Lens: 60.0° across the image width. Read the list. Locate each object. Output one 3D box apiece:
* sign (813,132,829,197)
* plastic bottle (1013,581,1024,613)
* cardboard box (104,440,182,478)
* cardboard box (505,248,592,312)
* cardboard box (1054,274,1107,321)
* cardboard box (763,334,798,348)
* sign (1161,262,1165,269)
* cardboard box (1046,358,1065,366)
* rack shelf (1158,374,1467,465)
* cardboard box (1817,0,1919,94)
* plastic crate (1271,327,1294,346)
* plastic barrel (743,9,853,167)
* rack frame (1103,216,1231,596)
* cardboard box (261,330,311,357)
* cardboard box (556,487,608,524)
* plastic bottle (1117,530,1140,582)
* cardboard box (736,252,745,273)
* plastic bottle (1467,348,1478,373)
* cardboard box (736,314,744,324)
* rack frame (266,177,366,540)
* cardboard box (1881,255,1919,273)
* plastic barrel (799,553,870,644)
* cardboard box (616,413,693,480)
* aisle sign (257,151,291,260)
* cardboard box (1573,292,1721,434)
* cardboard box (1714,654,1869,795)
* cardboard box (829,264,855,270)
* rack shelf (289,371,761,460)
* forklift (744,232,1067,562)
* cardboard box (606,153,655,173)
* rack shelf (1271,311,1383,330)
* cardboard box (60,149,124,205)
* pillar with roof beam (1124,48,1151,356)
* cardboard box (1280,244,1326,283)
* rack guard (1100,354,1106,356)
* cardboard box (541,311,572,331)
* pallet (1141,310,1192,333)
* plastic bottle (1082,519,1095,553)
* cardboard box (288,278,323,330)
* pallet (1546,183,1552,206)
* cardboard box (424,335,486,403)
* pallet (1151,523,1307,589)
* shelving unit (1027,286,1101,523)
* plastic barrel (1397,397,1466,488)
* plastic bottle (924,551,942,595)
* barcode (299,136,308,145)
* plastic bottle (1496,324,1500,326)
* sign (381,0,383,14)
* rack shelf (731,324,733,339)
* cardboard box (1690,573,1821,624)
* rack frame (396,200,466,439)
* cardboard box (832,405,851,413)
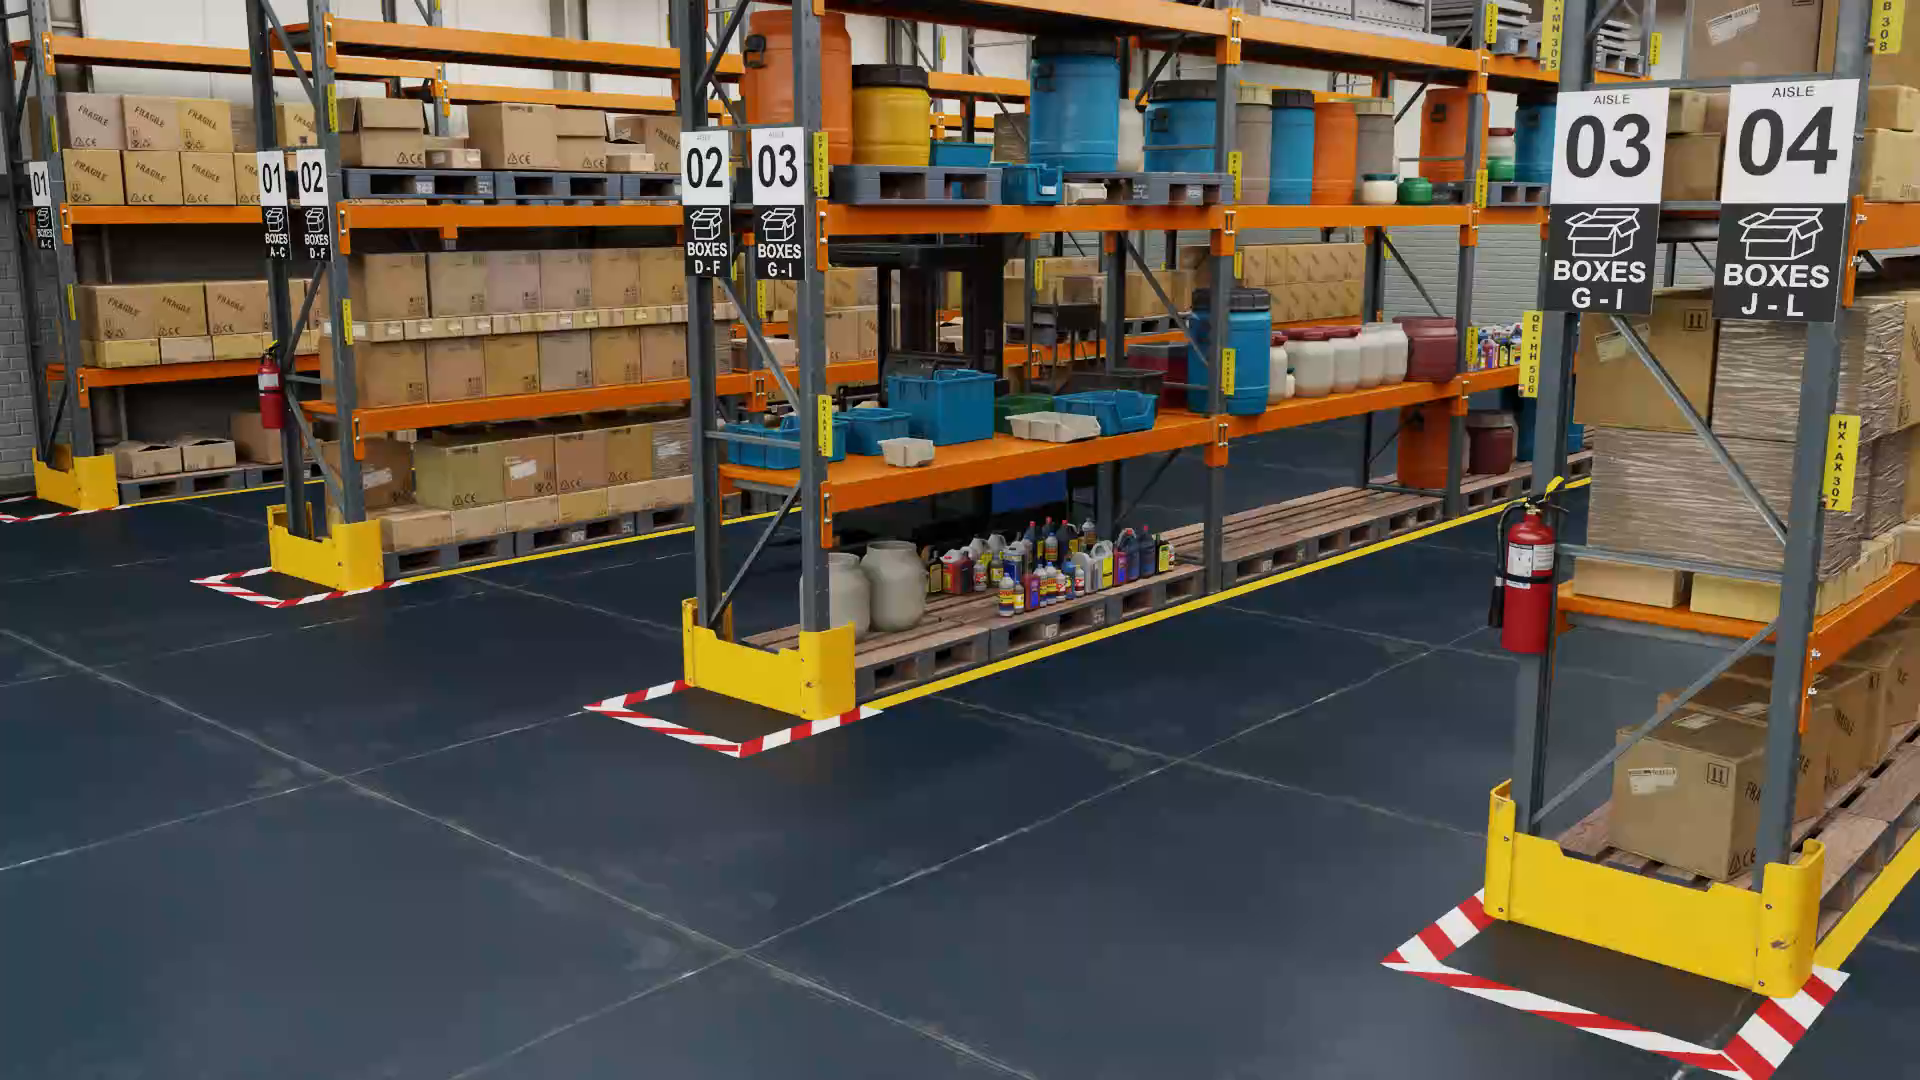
[{"bbox_3d":[-0.723,-1.953,8.650,0.100,0.325,0.005,10,15,40],"label":"sign"},{"bbox_3d":[0.366,0.365,10.745,0.097,0.201,0.097,0,11,0],"label":"plastic bottle"},{"bbox_3d":[-8.051,-0.818,16.389,0.500,0.311,0.500,8,14,34],"label":"cardboard box"},{"bbox_3d":[-3.493,-2.177,13.883,0.700,0.500,0.500,10,15,40],"label":"cardboard box"},{"bbox_3d":[1.507,-2.840,19.442,0.500,0.500,0.700,-9,14,-37],"label":"cardboard box"},{"bbox_3d":[-1.769,-1.866,16.239,0.396,0.266,0.258,9,15,39],"label":"cardboard box"},{"bbox_3d":[2.657,-3.450,21.613,0.100,0.325,0.005,10,15,40],"label":"sign"},{"bbox_3d":[1.269,-2.975,26.758,0.700,0.500,0.500,10,15,40],"label":"cardboard box"},{"bbox_3d":[2.827,-1.079,13.794,1.077,0.370,4.000,10,15,40],"label":"rack shelf"},{"bbox_3d":[3.770,-2.004,6.635,0.500,0.500,0.500,10,15,40],"label":"cardboard box"},{"bbox_3d":[2.851,-1.560,14.198,0.402,0.464,0.583,10,15,40],"label":"plastic crate"},{"bbox_3d":[-0.908,-2.525,9.367,0.600,0.830,0.708,10,15,40],"label":"plastic barrel"},{"bbox_3d":[1.507,-1.138,12.250,1.000,3.000,0.127,10,15,40],"label":"rack frame"},{"bbox_3d":[-7.006,-2.024,17.018,0.500,0.250,0.500,10,15,41],"label":"cardboard box"},{"bbox_3d":[-3.339,-0.319,14.096,0.500,0.250,0.500,10,15,40],"label":"cardboard box"},{"bbox_3d":[1.172,0.106,11.664,0.144,0.351,0.185,9,14,38],"label":"plastic bottle"},{"bbox_3d":[-2.782,-3.618,21.684,0.500,0.250,0.500,10,15,42],"label":"cardboard box"},{"bbox_3d":[4.676,-1.688,15.319,0.152,0.276,0.135,10,15,40],"label":"plastic bottle"},{"bbox_3d":[-2.903,-2.912,21.725,0.380,0.149,0.250,9,15,40],"label":"cardboard box"},{"bbox_3d":[-4.852,-1.190,12.513,1.000,3.000,0.127,10,15,40],"label":"rack frame"},{"bbox_3d":[5.857,-1.097,9.439,1.000,1.000,1.000,10,15,41],"label":"cardboard box"},{"bbox_3d":[-0.756,0.358,10.041,0.421,0.512,0.421,0,11,0],"label":"plastic barrel"},{"bbox_3d":[-2.692,-0.836,14.770,0.500,0.500,0.500,10,15,40],"label":"cardboard box"},{"bbox_3d":[-5.116,-2.494,12.400,0.394,0.787,0.004,10,15,40],"label":"aisle sign"},{"bbox_3d":[2.765,-0.707,6.526,0.500,0.500,0.500,10,15,40],"label":"cardboard box"},{"bbox_3d":[3.808,0.839,7.662,0.500,0.500,0.500,-10,15,-42],"label":"cardboard box"},{"bbox_3d":[-1.787,-3.842,22.810,0.500,0.250,0.500,9,15,39],"label":"cardboard box"},{"bbox_3d":[-3.532,-1.132,14.057,1.077,0.370,4.000,10,15,40],"label":"rack shelf"},{"bbox_3d":[-0.416,-1.345,13.460,1.130,2.935,3.031,10,15,40],"label":"forklift"},{"bbox_3d":[-2.802,-3.188,14.070,0.380,0.149,0.250,10,15,40],"label":"cardboard box"},{"bbox_3d":[4.390,-2.897,22.896,1.077,0.370,4.000,10,15,40],"label":"rack shelf"},{"bbox_3d":[-8.167,-3.377,15.496,0.500,0.500,0.500,10,15,42],"label":"cardboard box"},{"bbox_3d":[6.353,-7.079,26.677,9.100,9.000,0.548,10,15,40],"label":"pillar with roof beam"},{"bbox_3d":[4.612,-3.756,22.550,0.500,0.500,0.500,10,15,42],"label":"cardboard box"},{"bbox_3d":[2.002,-2.962,27.765,1.175,0.500,0.348,10,15,40],"label":"rack guard"},{"bbox_3d":[-3.416,-1.814,13.721,0.380,0.149,0.250,10,15,41],"label":"cardboard box"},{"bbox_3d":[2.460,-2.758,20.853,1.003,0.211,1.213,10,15,40],"label":"pallet"},{"bbox_3d":[0.967,-0.026,12.524,0.097,0.271,0.097,0,11,0],"label":"plastic bottle"},{"bbox_3d":[-6.680,-2.466,17.319,0.500,0.500,0.500,9,15,39],"label":"cardboard box"},{"bbox_3d":[5.597,-3.398,16.390,1.003,0.211,1.213,10,15,40],"label":"pallet"},{"bbox_3d":[-4.191,-1.384,13.229,0.700,0.500,0.500,10,15,42],"label":"cardboard box"},{"bbox_3d":[1.996,0.109,13.127,1.003,0.211,1.213,10,15,40],"label":"pallet"},{"bbox_3d":[0.919,-1.187,14.794,0.503,2.100,0.431,-8,14,-33],"label":"shelving unit"},{"bbox_3d":[4.458,-0.942,15.740,0.600,0.830,0.708,10,15,40],"label":"plastic barrel"},{"bbox_3d":[-0.187,0.220,11.261,0.061,0.283,0.133,10,15,42],"label":"plastic bottle"},{"bbox_3d":[-5.015,-3.053,12.697,0.001,0.075,0.075,10,15,40],"label":"barcode"},{"bbox_3d":[5.639,-2.128,17.507,0.061,0.283,0.133,10,15,40],"label":"plastic bottle"},{"bbox_3d":[-6.356,-5.967,18.324,0.100,0.325,0.005,10,15,40],"label":"sign"},{"bbox_3d":[-4.615,-2.360,20.207,1.077,0.370,4.000,10,15,40],"label":"rack shelf"},{"bbox_3d":[2.954,0.203,6.178,0.380,0.149,0.250,10,15,40],"label":"cardboard box"},{"bbox_3d":[-5.935,-2.419,18.663,1.000,3.000,0.127,10,15,40],"label":"rack frame"},{"bbox_3d":[-1.155,-1.232,17.238,0.500,0.311,0.500,10,15,40],"label":"cardboard box"}]
